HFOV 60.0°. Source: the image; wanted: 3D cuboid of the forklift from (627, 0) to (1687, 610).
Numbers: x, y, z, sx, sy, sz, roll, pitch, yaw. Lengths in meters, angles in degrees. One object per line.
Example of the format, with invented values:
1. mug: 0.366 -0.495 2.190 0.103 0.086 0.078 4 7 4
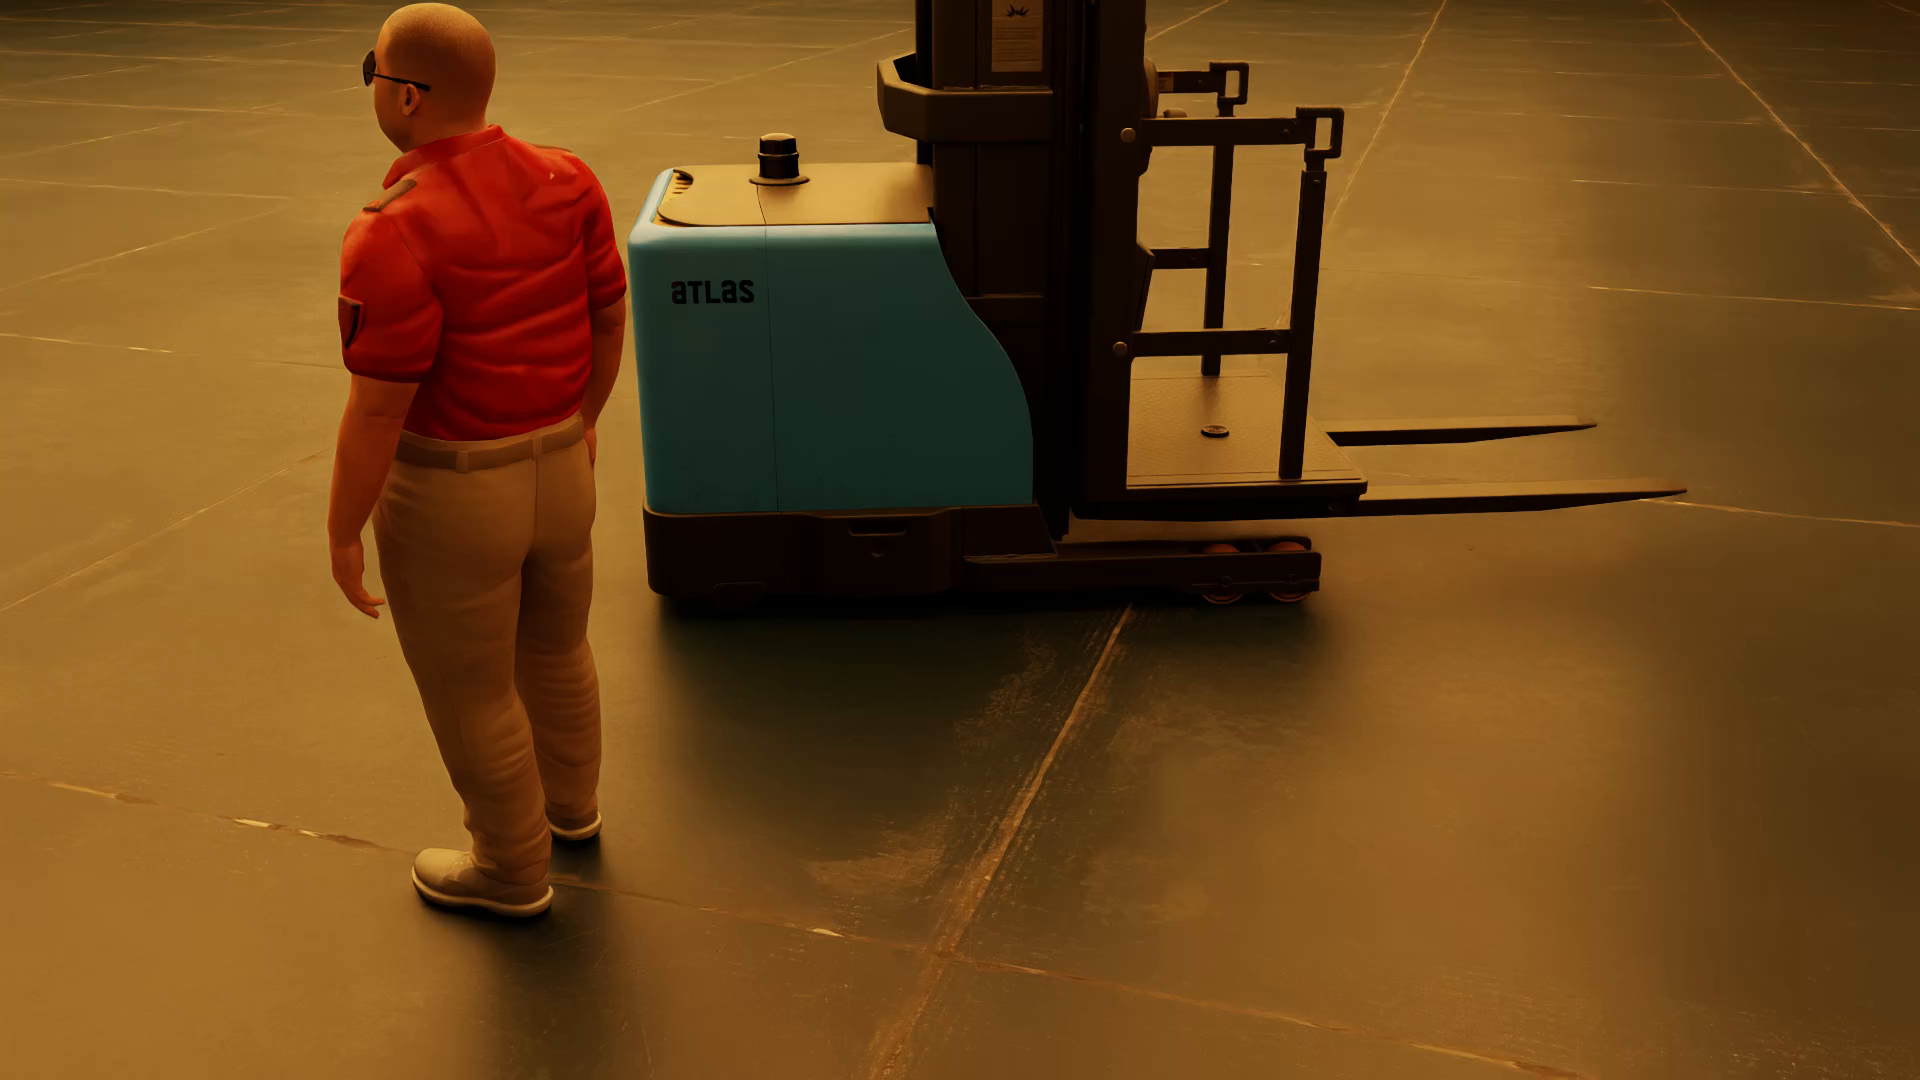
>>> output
1. forklift: 0.606 -1.374 4.608 3.031 2.935 1.130 -2 23 -4

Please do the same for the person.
1. person: -0.943 -0.100 3.078 0.535 1.727 0.641 14 26 30
